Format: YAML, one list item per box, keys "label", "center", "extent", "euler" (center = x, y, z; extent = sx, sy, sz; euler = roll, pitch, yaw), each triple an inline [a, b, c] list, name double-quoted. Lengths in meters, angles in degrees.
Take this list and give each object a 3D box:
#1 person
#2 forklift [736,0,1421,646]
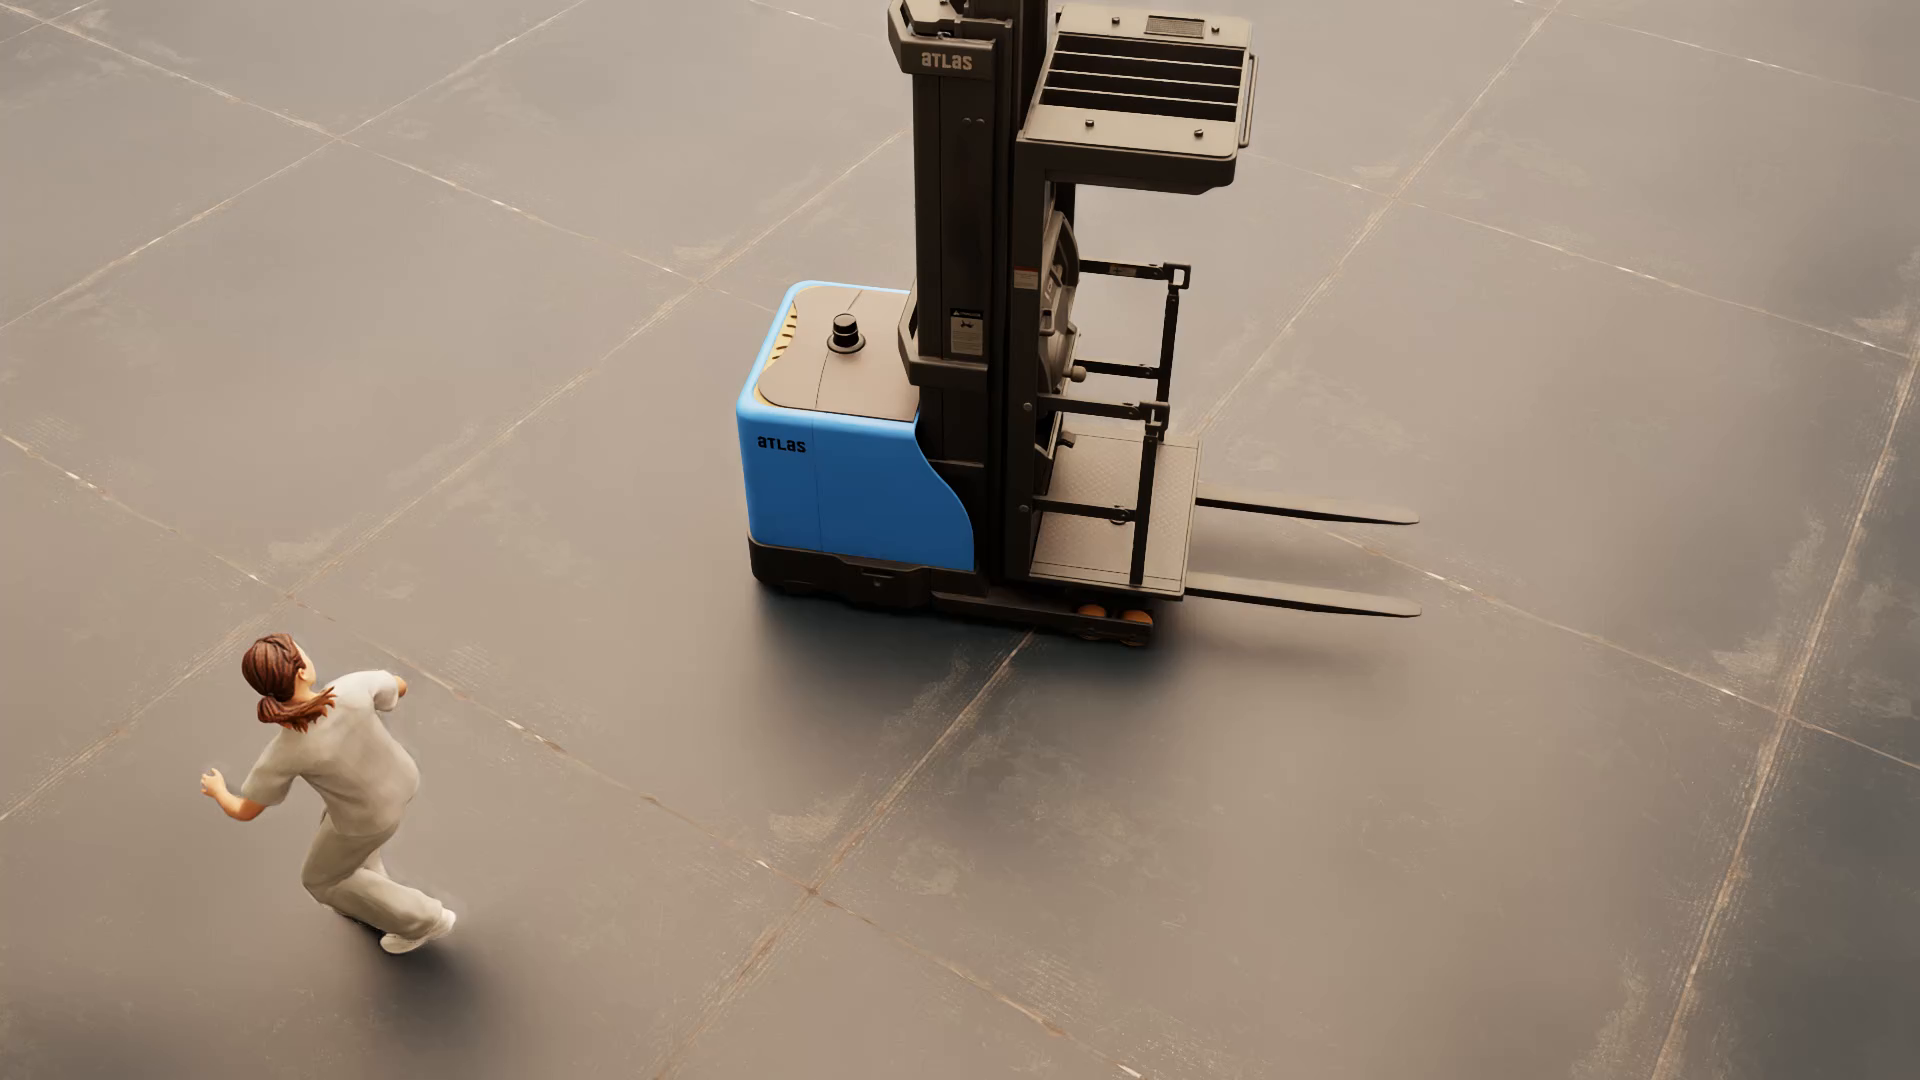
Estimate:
- label: "person"
  center: [-2.241, 0.867, 5.932]
  extent: [0.733, 1.560, 0.737]
  euler: [13, 45, 13]
- label: "forklift"
  center: [0.598, -0.987, 6.890]
  extent: [3.031, 2.935, 1.130]
  euler: [7, 44, 8]
